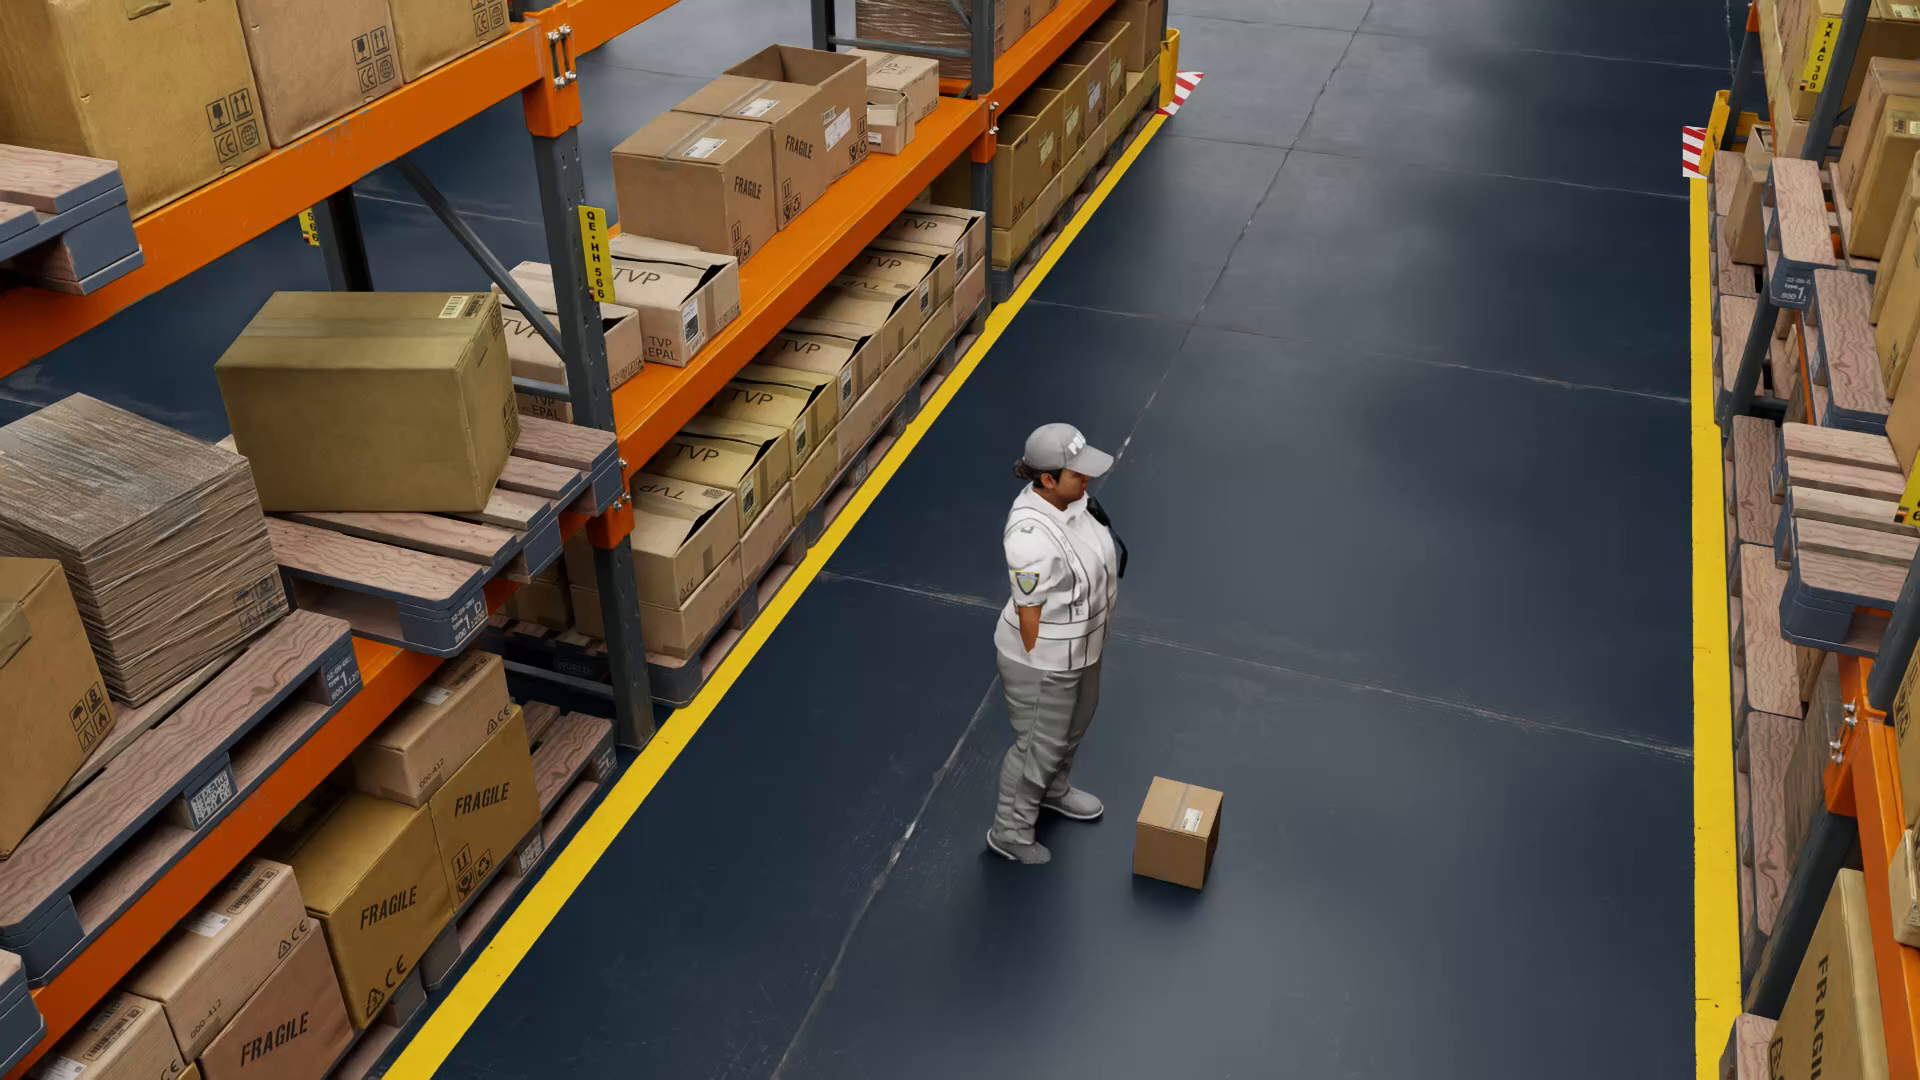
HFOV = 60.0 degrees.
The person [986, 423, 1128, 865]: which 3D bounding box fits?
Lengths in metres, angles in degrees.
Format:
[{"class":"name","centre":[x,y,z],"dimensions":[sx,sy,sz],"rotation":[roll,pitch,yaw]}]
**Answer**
[{"class":"person","centre":[0.327,0.367,5.633],"dimensions":[0.385,1.709,0.468],"rotation":[12,35,17]}]
